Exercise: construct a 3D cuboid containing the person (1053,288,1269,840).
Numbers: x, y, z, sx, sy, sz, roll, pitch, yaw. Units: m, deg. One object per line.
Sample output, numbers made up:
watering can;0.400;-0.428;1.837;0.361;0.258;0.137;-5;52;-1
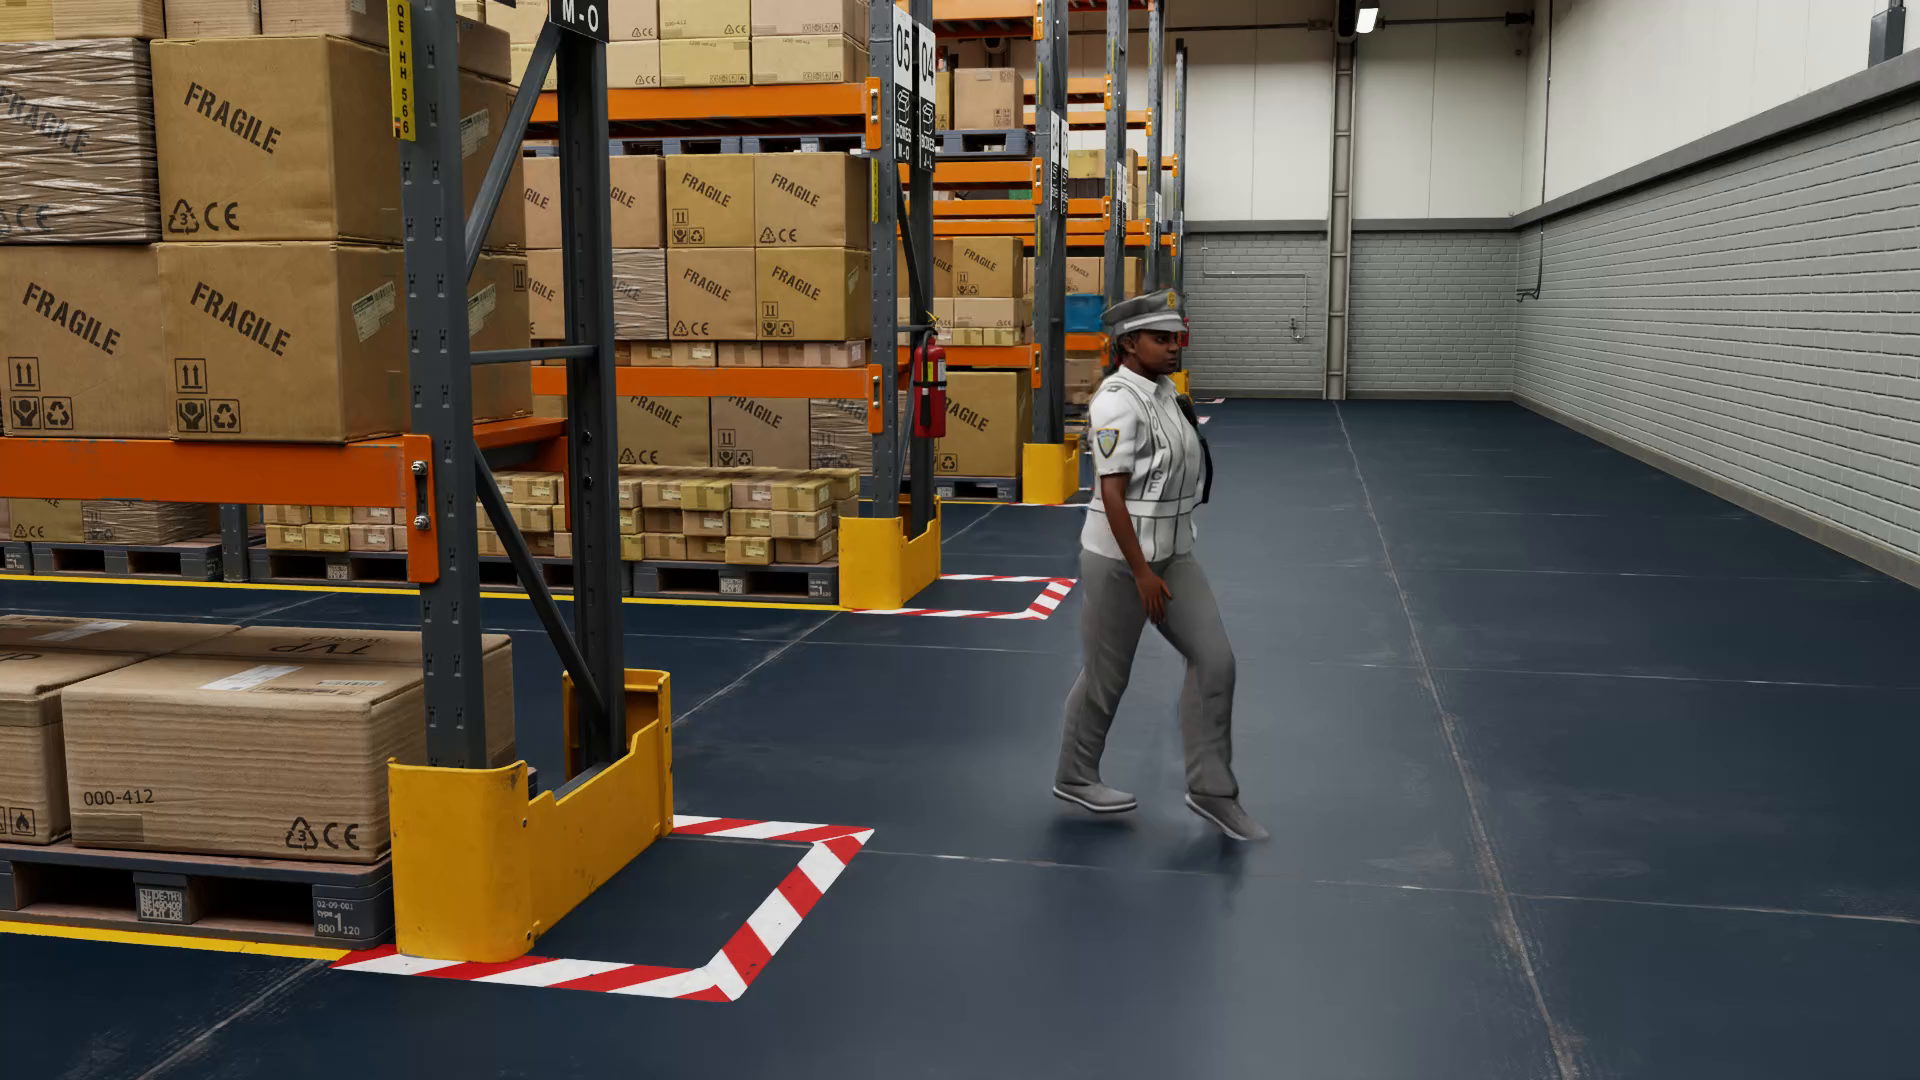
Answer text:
person;0.583;0.098;5.145;0.696;1.724;0.477;6;10;38
